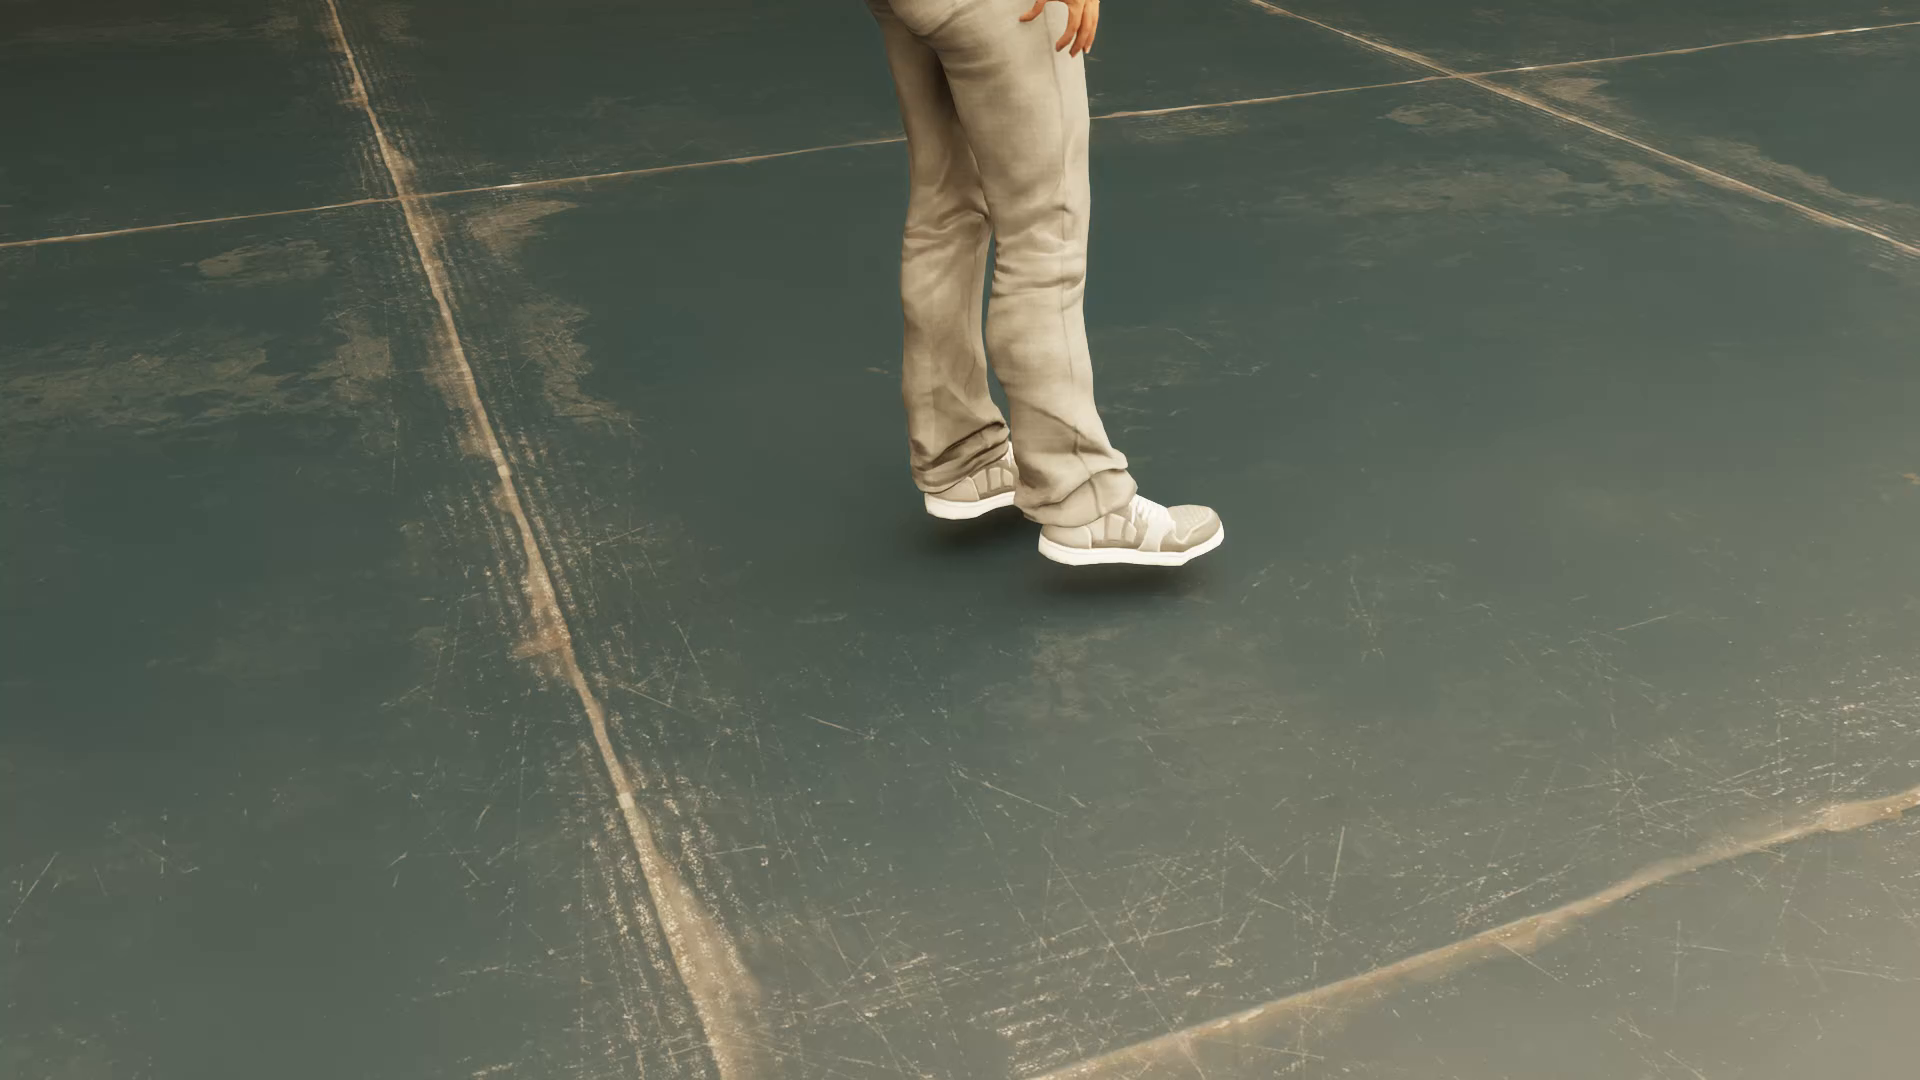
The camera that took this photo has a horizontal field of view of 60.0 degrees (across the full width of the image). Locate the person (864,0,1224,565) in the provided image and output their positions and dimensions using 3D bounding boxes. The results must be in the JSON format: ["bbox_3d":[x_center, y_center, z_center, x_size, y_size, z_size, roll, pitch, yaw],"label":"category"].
[{"bbox_3d":[0.073,-0.742,2.094,0.475,1.597,0.520,-11,32,-19],"label":"person"}]
